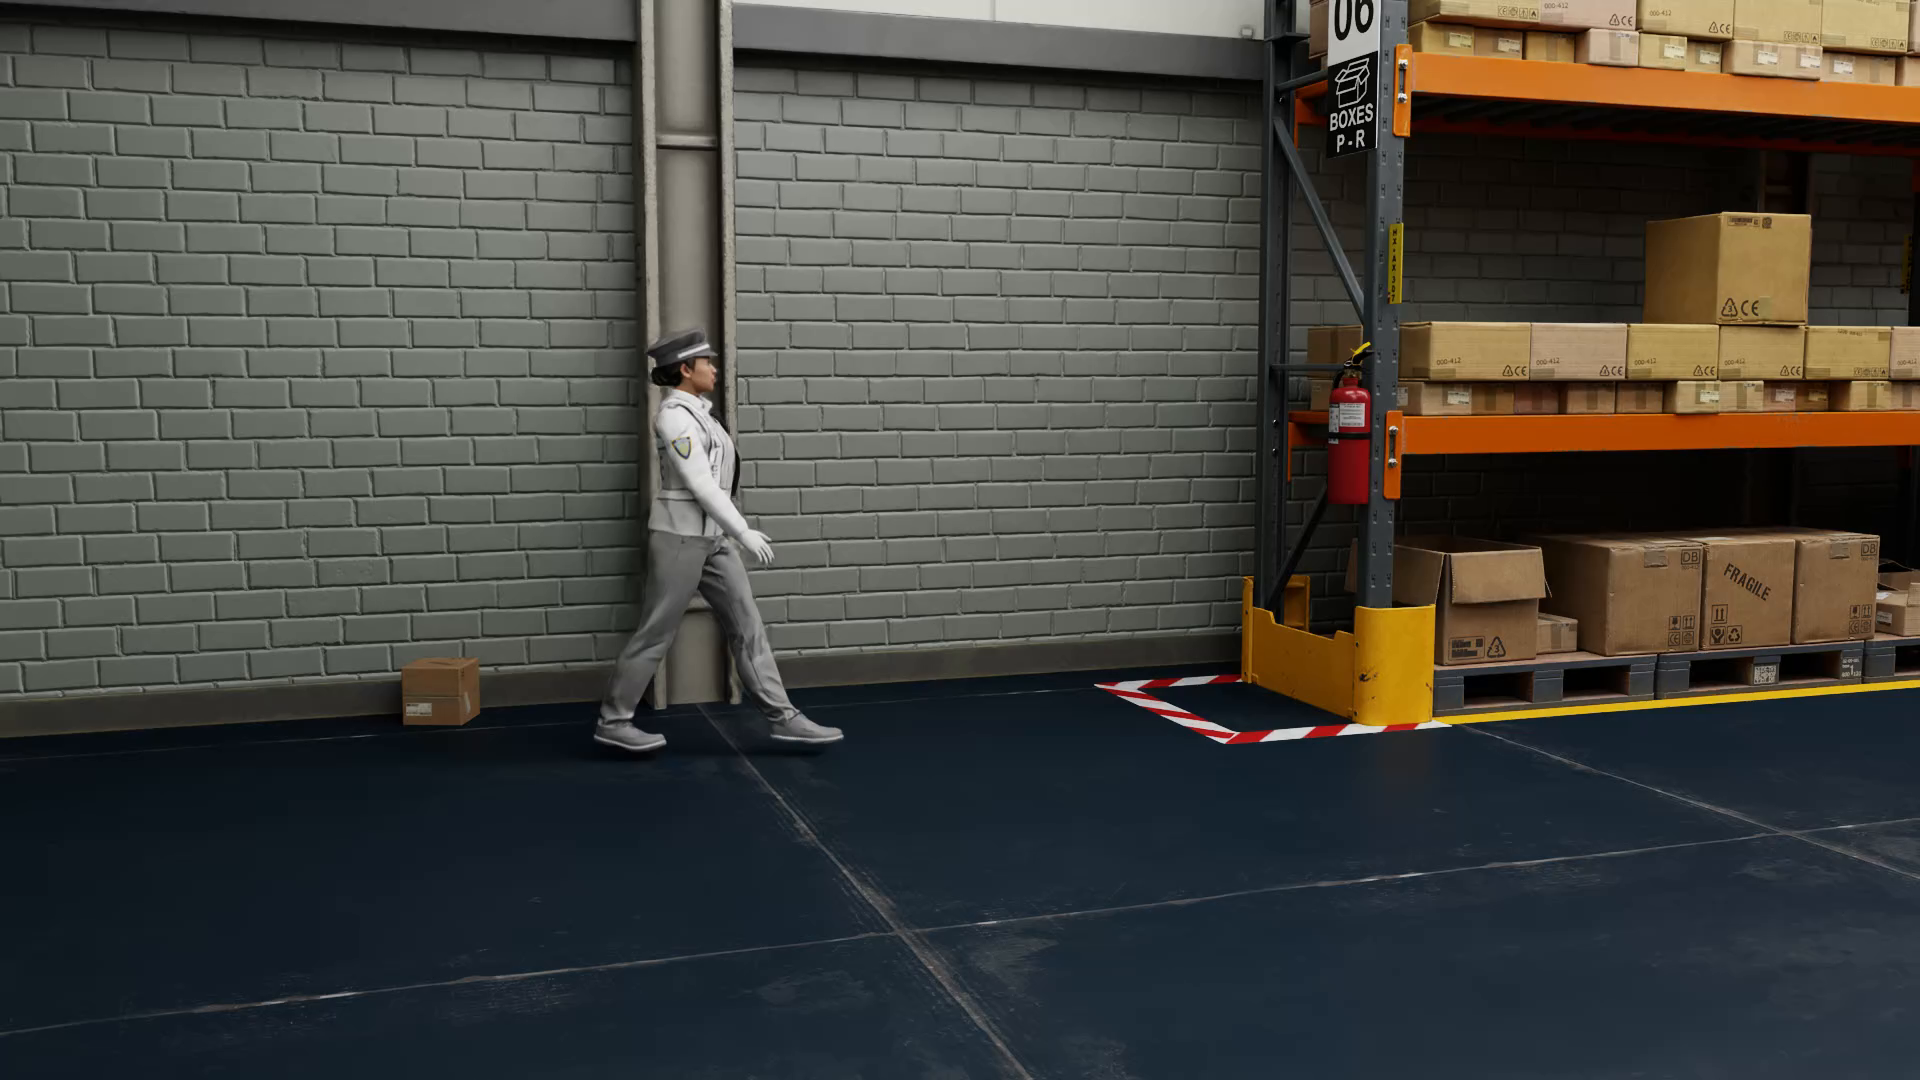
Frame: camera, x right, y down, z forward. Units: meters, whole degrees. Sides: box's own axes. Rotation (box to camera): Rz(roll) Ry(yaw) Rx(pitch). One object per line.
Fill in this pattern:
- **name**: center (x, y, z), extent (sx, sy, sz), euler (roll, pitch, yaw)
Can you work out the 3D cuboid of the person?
- **person**: center (-0.937, -0.010, 6.384), extent (0.956, 1.635, 0.489), euler (1, 6, 6)
